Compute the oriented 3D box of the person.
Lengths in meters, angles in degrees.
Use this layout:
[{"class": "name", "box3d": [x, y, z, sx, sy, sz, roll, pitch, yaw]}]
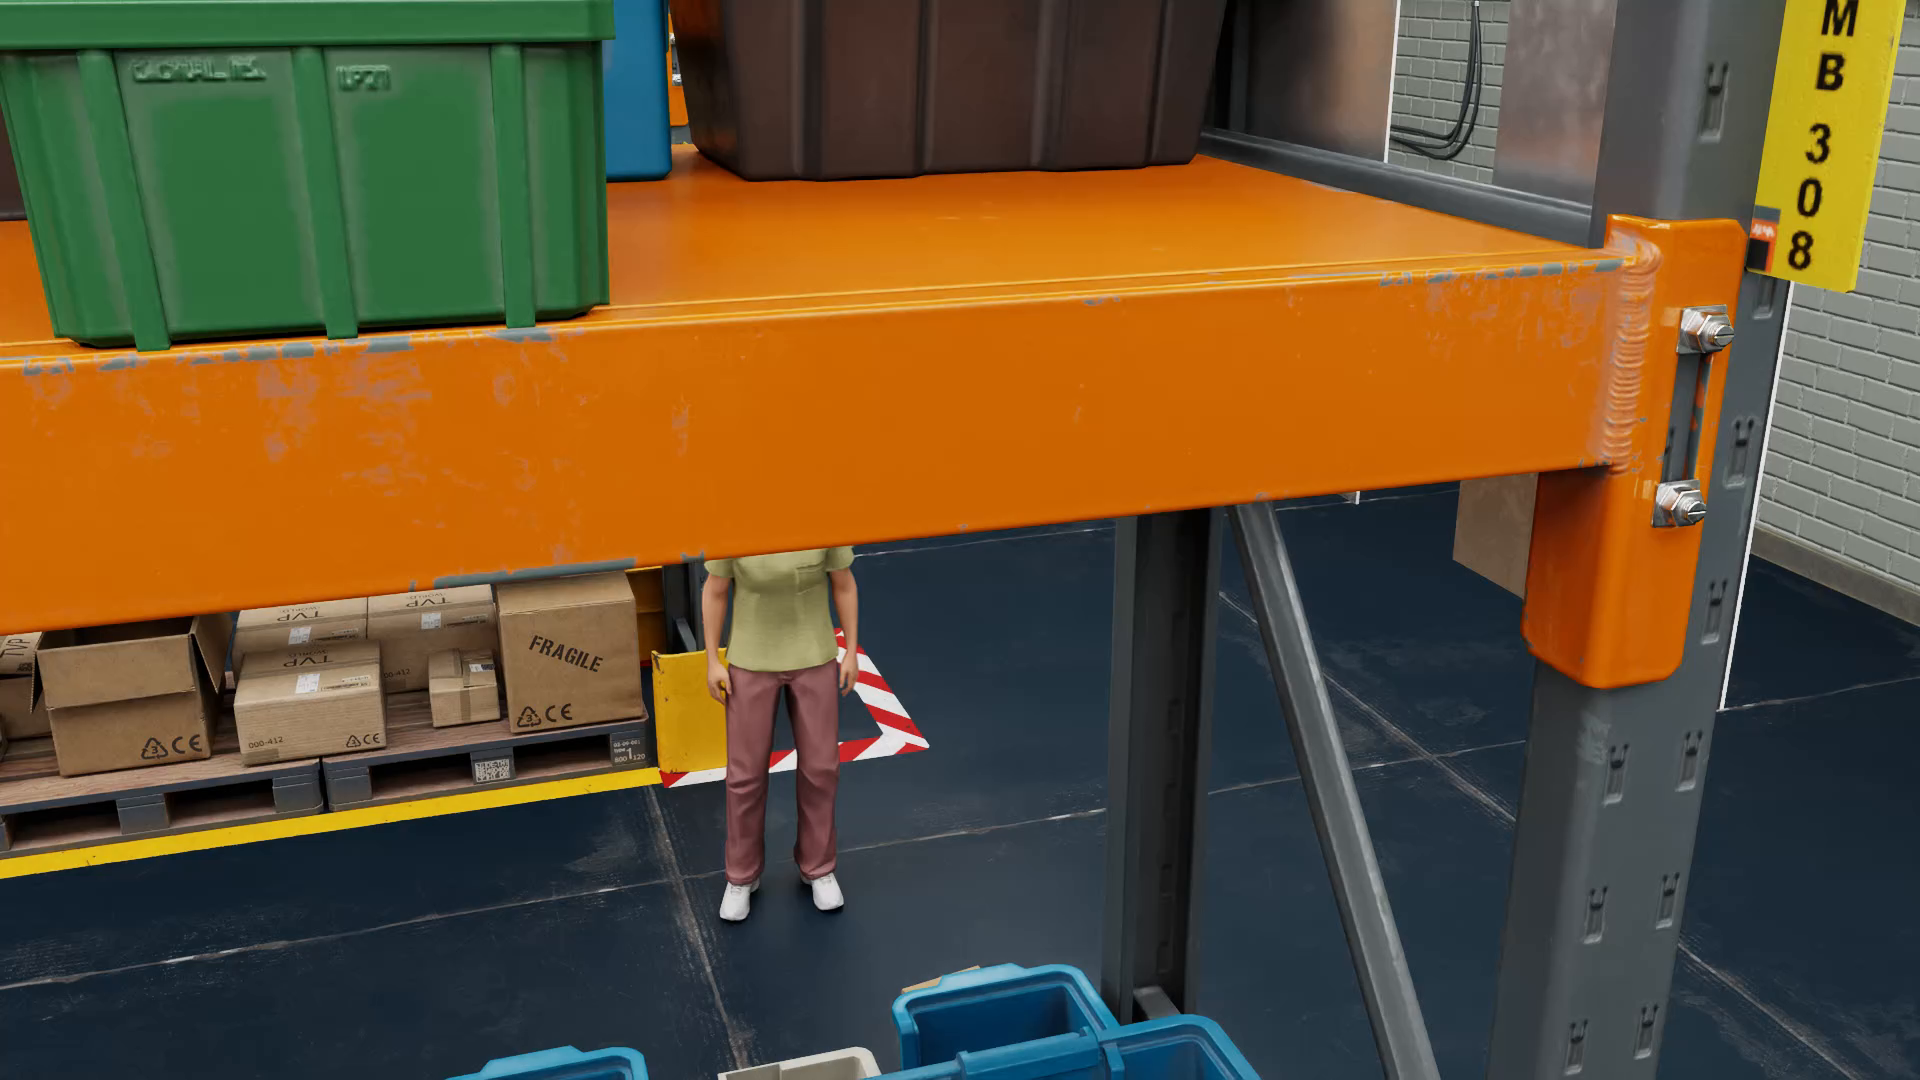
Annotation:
[{"class": "person", "box3d": [-0.571, 0.414, 5.388, 0.502, 1.673, 0.352, -4, 20, -10]}]
